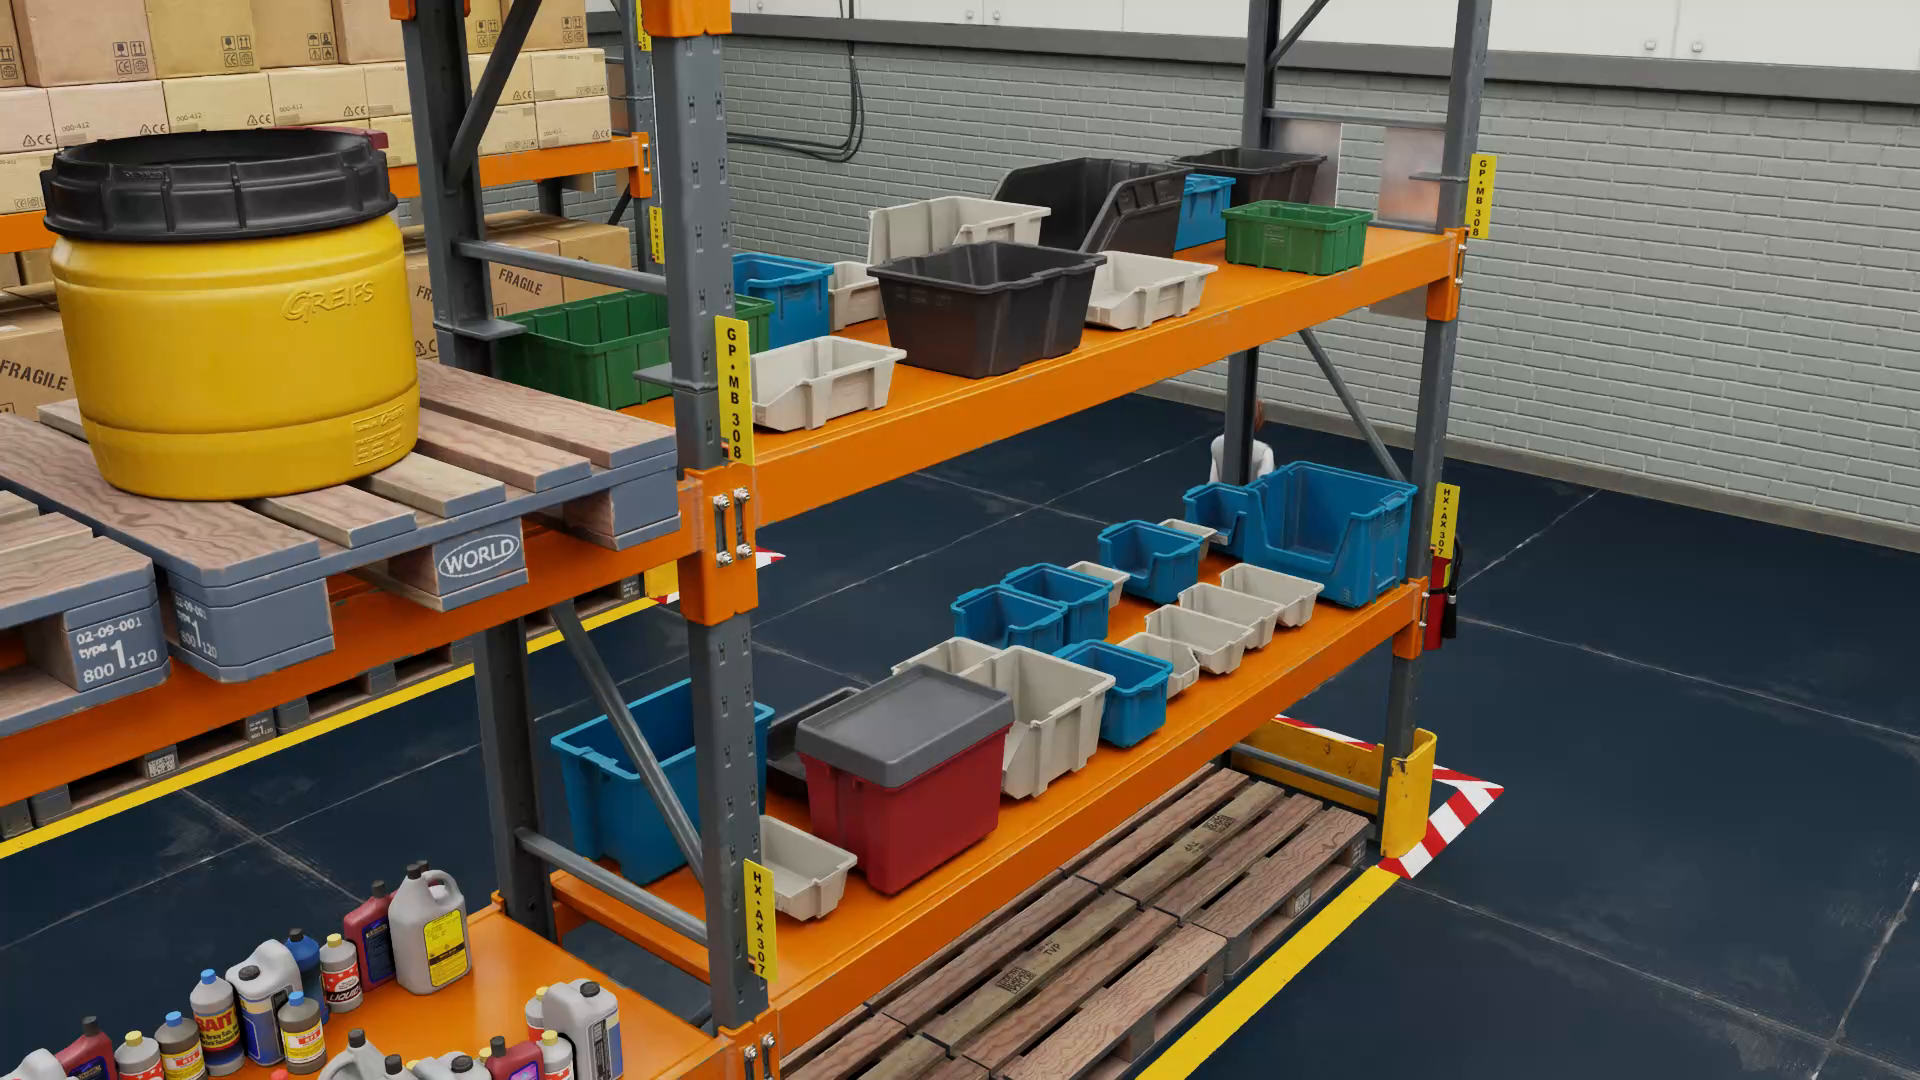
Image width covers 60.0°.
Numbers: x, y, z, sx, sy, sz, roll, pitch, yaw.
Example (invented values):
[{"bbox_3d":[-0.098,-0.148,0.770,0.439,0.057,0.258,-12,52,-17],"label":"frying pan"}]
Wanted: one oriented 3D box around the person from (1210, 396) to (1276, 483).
[{"bbox_3d":[1.548,-0.030,9.164,0.408,1.601,0.315,17,26,37],"label":"person"}]
